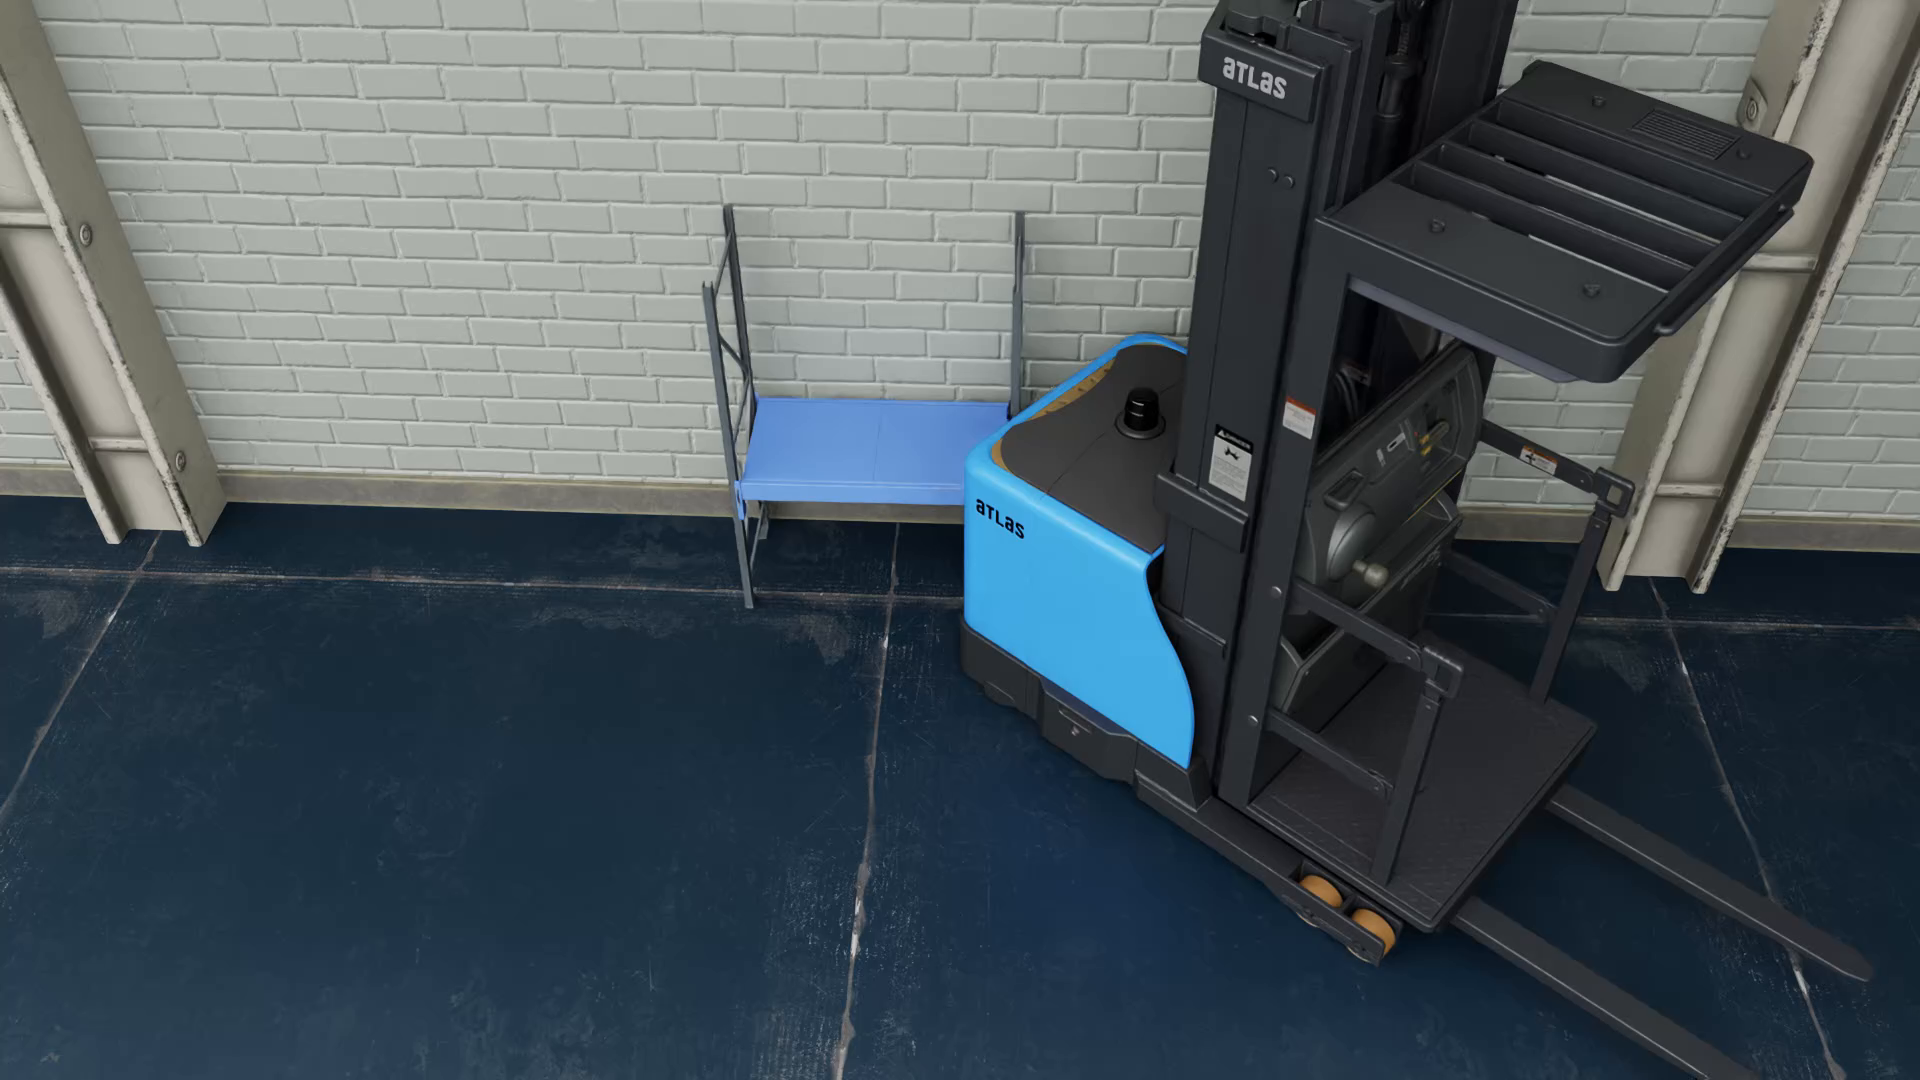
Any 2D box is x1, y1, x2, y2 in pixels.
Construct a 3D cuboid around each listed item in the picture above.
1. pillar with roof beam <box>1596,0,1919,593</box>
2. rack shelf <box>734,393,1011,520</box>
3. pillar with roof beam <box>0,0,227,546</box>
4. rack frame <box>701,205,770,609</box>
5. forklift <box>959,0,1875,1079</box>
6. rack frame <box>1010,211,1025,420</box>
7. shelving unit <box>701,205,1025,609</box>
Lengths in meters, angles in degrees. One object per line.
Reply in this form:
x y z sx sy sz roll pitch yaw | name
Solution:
2.546 -0.263 0.430 0.400 9.000 9.100 2 43 2 | pillar with roof beam
-0.304 -0.306 6.233 1.000 0.185 0.538 1 43 2 | rack shelf
-3.448 -0.447 0.628 0.400 9.000 9.100 2 43 2 | pillar with roof beam
-0.813 -0.450 6.129 0.032 1.500 0.500 1 43 2 | rack frame
1.426 -0.138 4.747 3.031 2.935 1.130 32 52 30 | forklift
0.203 -0.424 6.090 0.032 1.500 0.500 1 43 2 | rack frame
-0.305 -0.437 6.110 1.048 1.500 0.538 1 43 2 | shelving unit
